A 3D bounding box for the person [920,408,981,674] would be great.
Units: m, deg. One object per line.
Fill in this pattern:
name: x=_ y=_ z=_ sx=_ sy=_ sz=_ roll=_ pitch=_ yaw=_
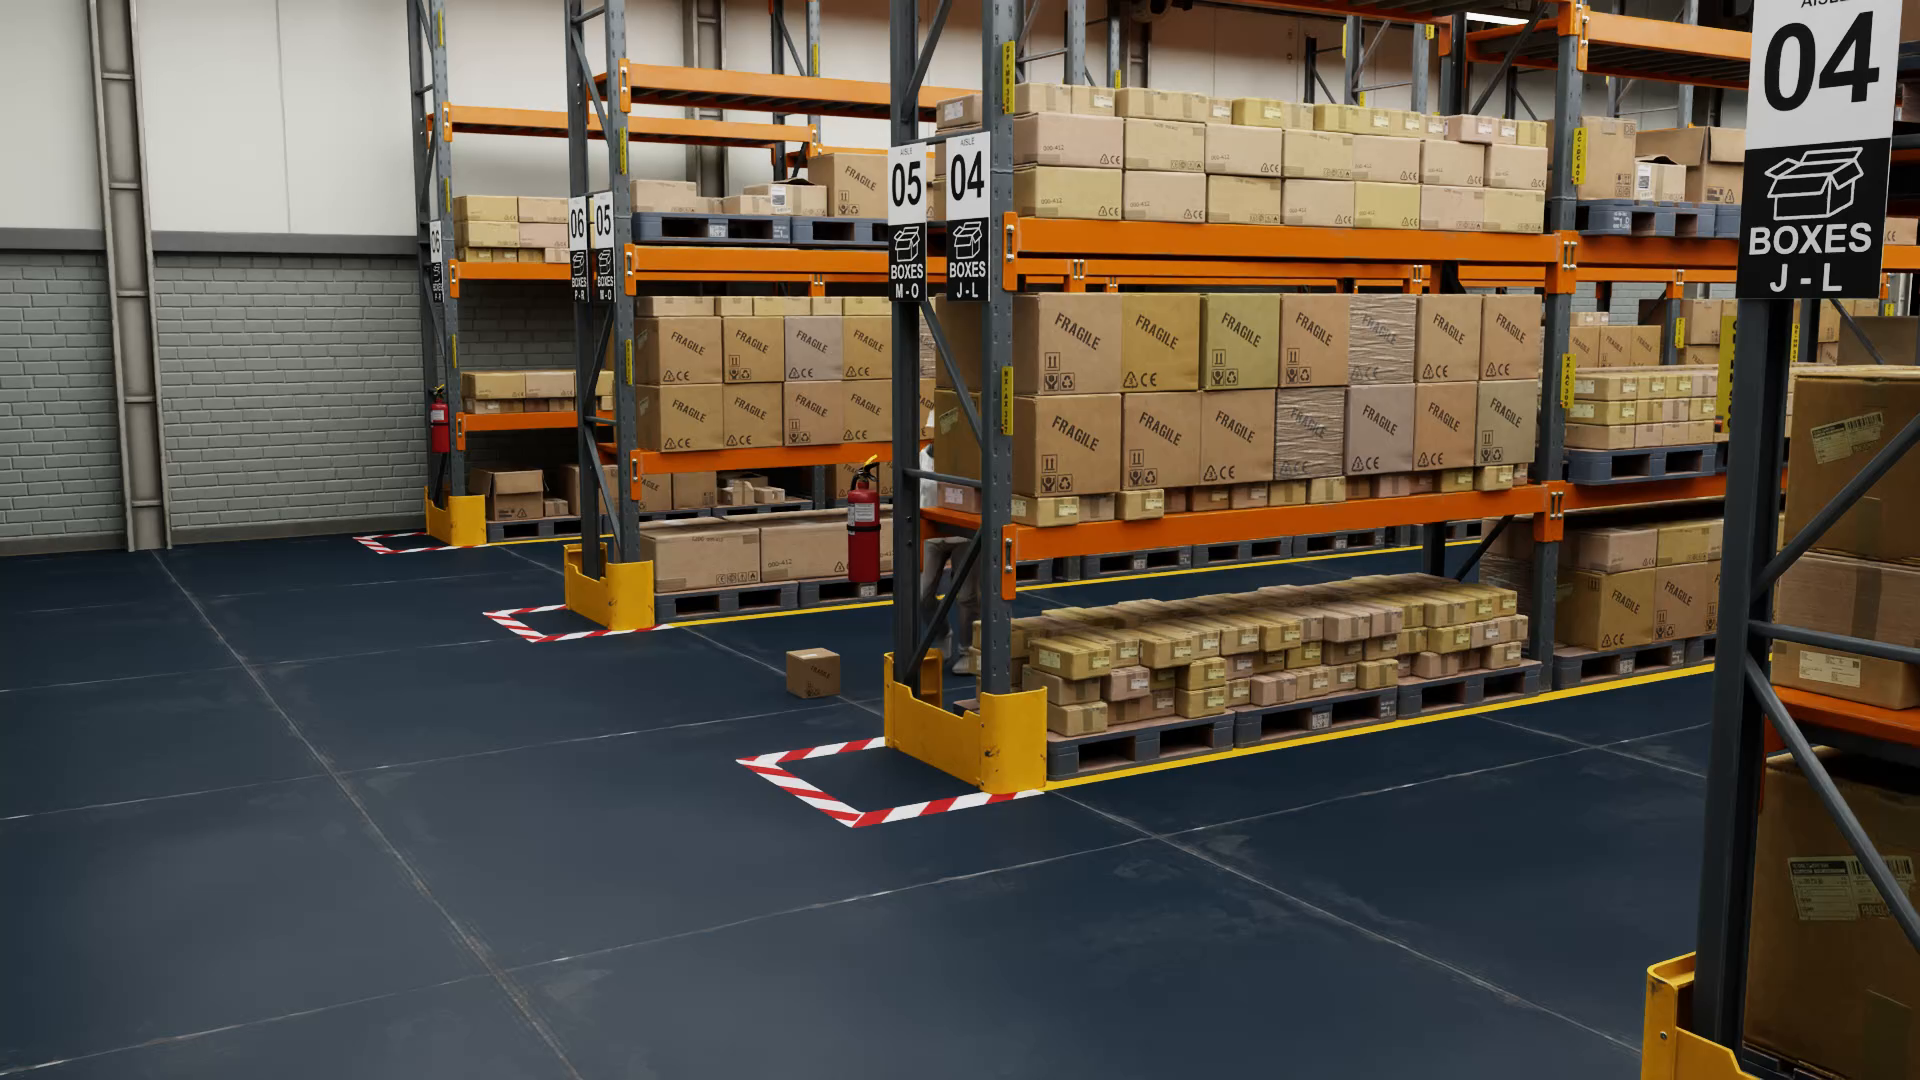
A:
person: x=-0.067 y=-0.011 z=10.776 sx=0.554 sy=1.764 sz=0.490 roll=3 pitch=8 yaw=17
